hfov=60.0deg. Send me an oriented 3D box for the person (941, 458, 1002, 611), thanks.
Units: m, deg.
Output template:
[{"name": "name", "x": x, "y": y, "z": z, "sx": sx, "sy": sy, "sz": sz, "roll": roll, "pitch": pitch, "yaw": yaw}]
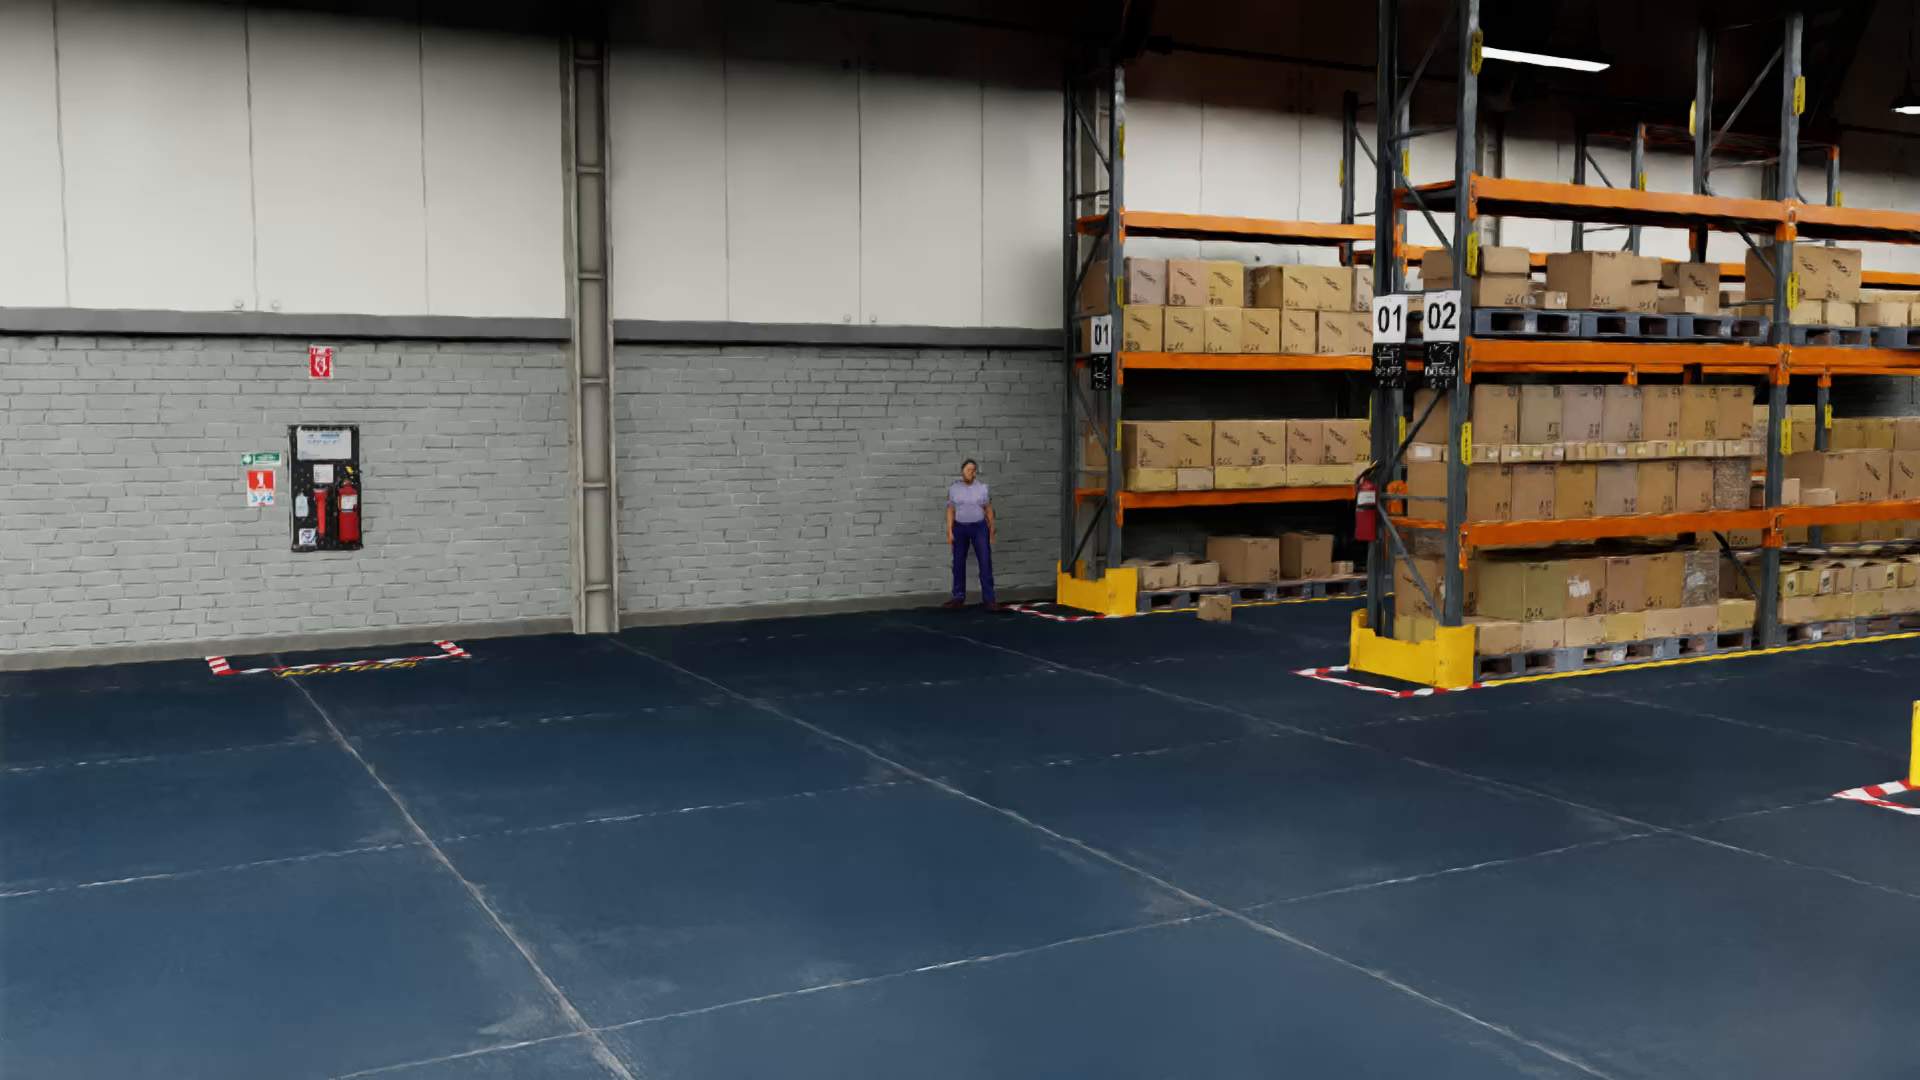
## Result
[{"name": "person", "x": 0.127, "y": -0.059, "z": 18.098, "sx": 0.672, "sy": 1.635, "sz": 0.454, "roll": 0, "pitch": 5, "yaw": 2}]
